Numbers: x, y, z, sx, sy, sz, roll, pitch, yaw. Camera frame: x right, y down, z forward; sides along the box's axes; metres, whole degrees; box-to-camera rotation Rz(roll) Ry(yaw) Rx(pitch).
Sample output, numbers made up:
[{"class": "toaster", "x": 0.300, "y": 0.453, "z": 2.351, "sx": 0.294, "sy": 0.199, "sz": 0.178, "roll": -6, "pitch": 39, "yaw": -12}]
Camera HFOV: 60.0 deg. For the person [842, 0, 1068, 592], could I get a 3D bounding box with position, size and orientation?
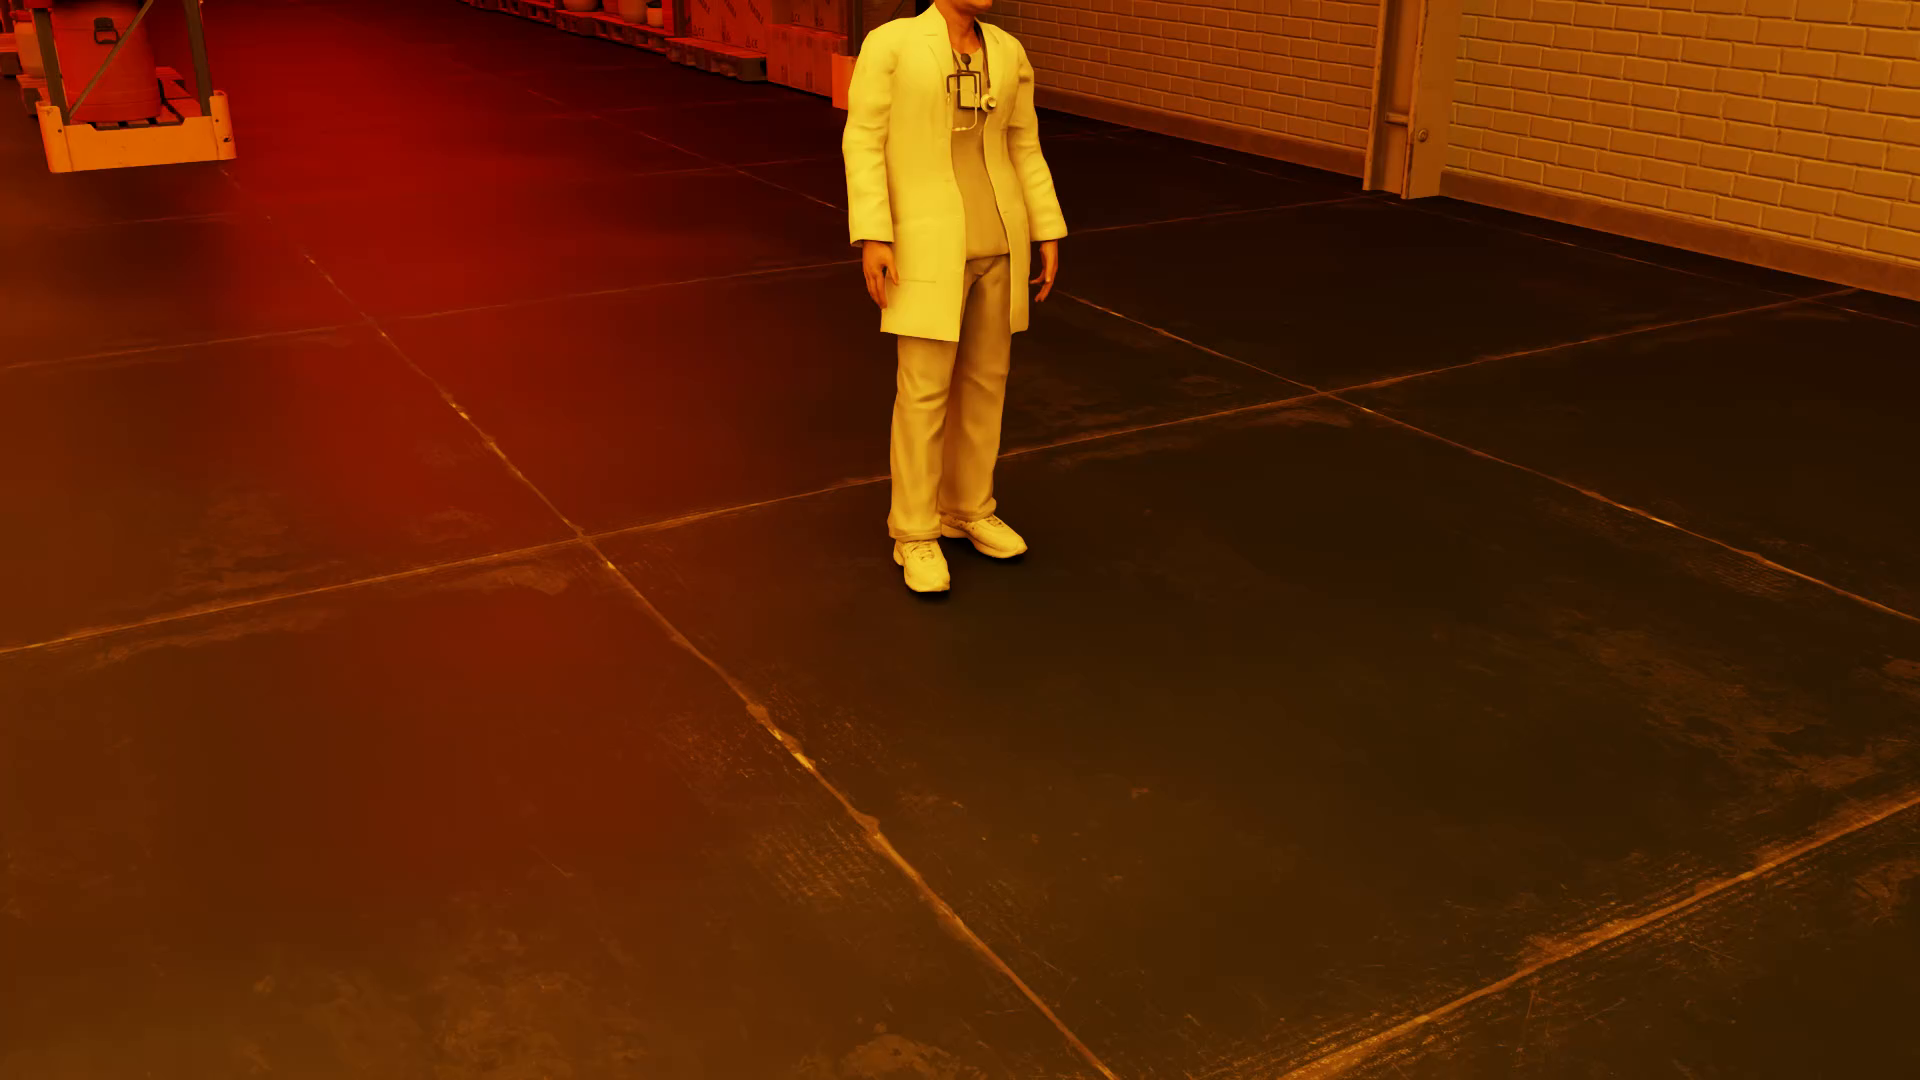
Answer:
[{"class": "person", "x": 0.041, "y": -0.799, "z": 4.720, "sx": 0.696, "sy": 1.776, "sz": 0.581, "roll": -12, "pitch": 25, "yaw": -28}]
